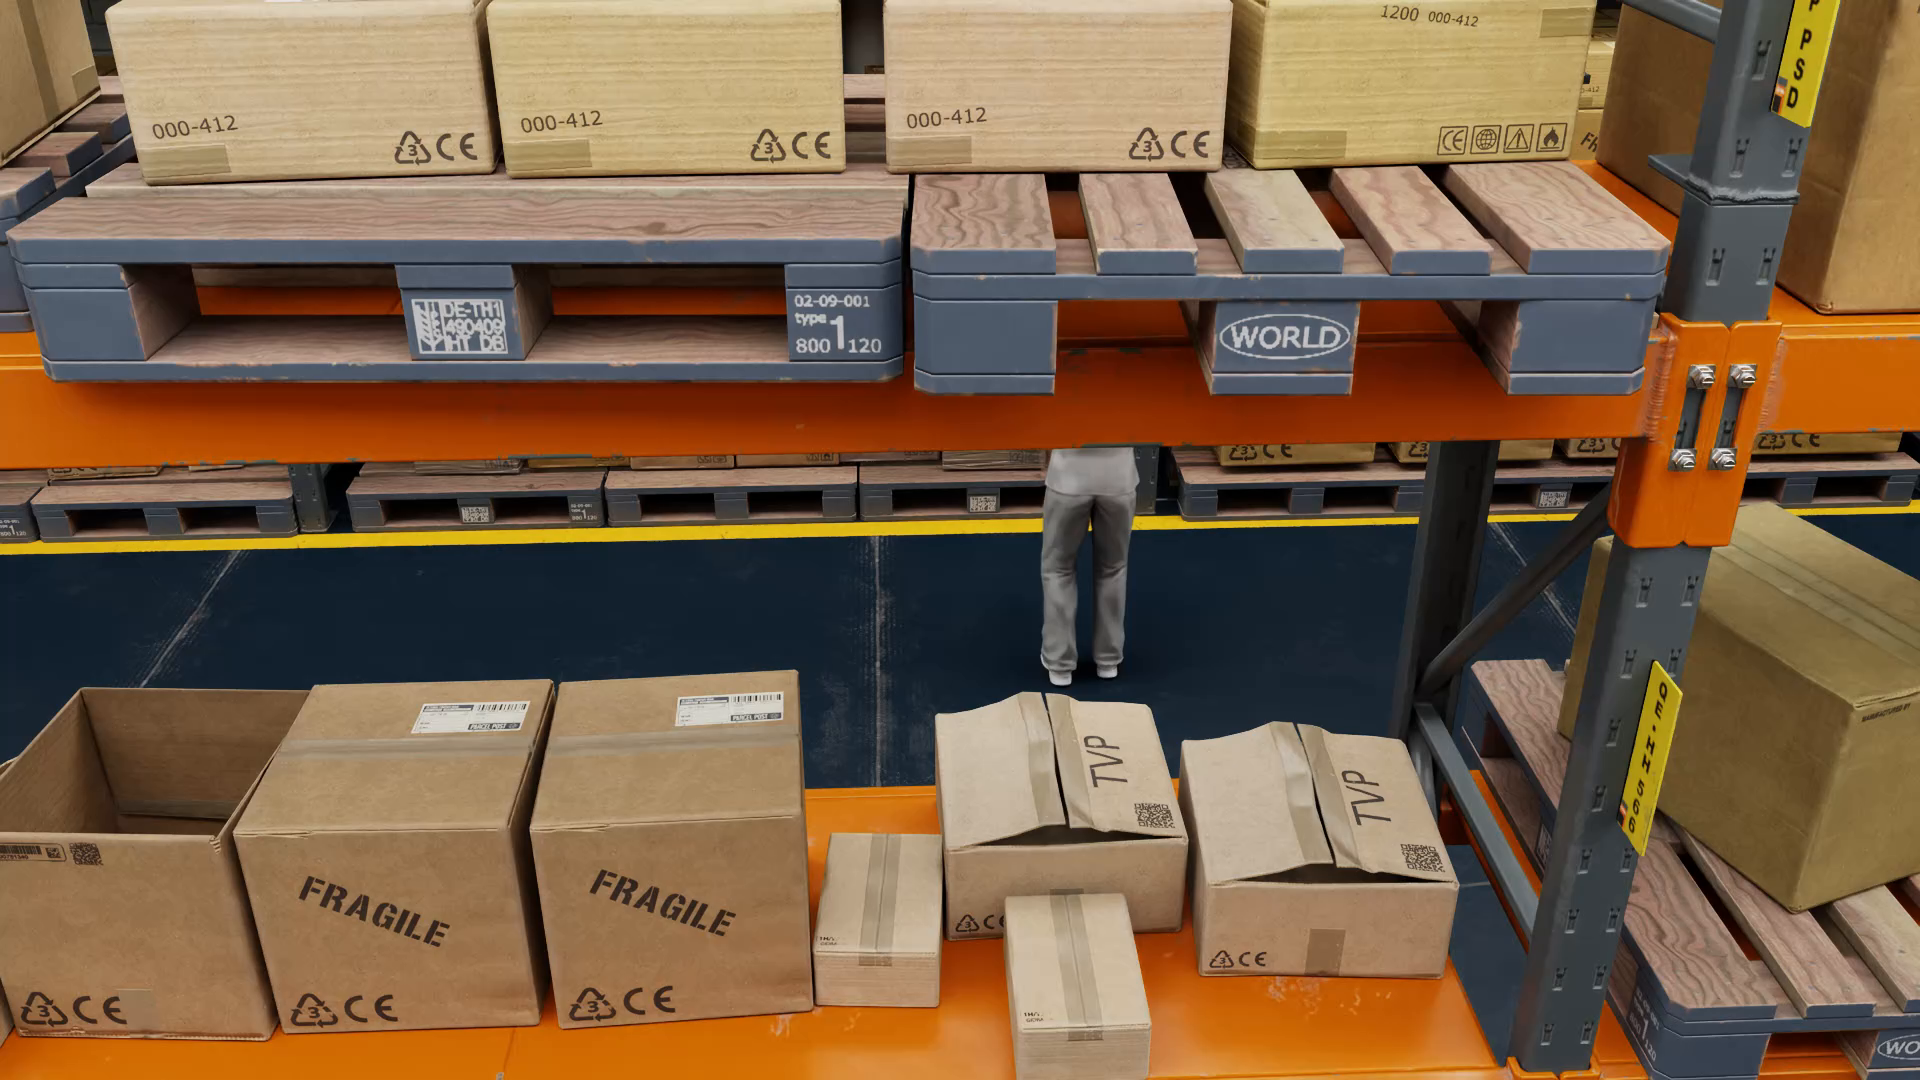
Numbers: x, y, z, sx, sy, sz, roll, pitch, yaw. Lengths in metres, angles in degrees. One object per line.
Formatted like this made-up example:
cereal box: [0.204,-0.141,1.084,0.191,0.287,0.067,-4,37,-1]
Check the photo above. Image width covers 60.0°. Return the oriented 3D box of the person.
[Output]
person: [0.506,-0.217,6.549,0.436,1.665,0.556,-1,28,-2]
